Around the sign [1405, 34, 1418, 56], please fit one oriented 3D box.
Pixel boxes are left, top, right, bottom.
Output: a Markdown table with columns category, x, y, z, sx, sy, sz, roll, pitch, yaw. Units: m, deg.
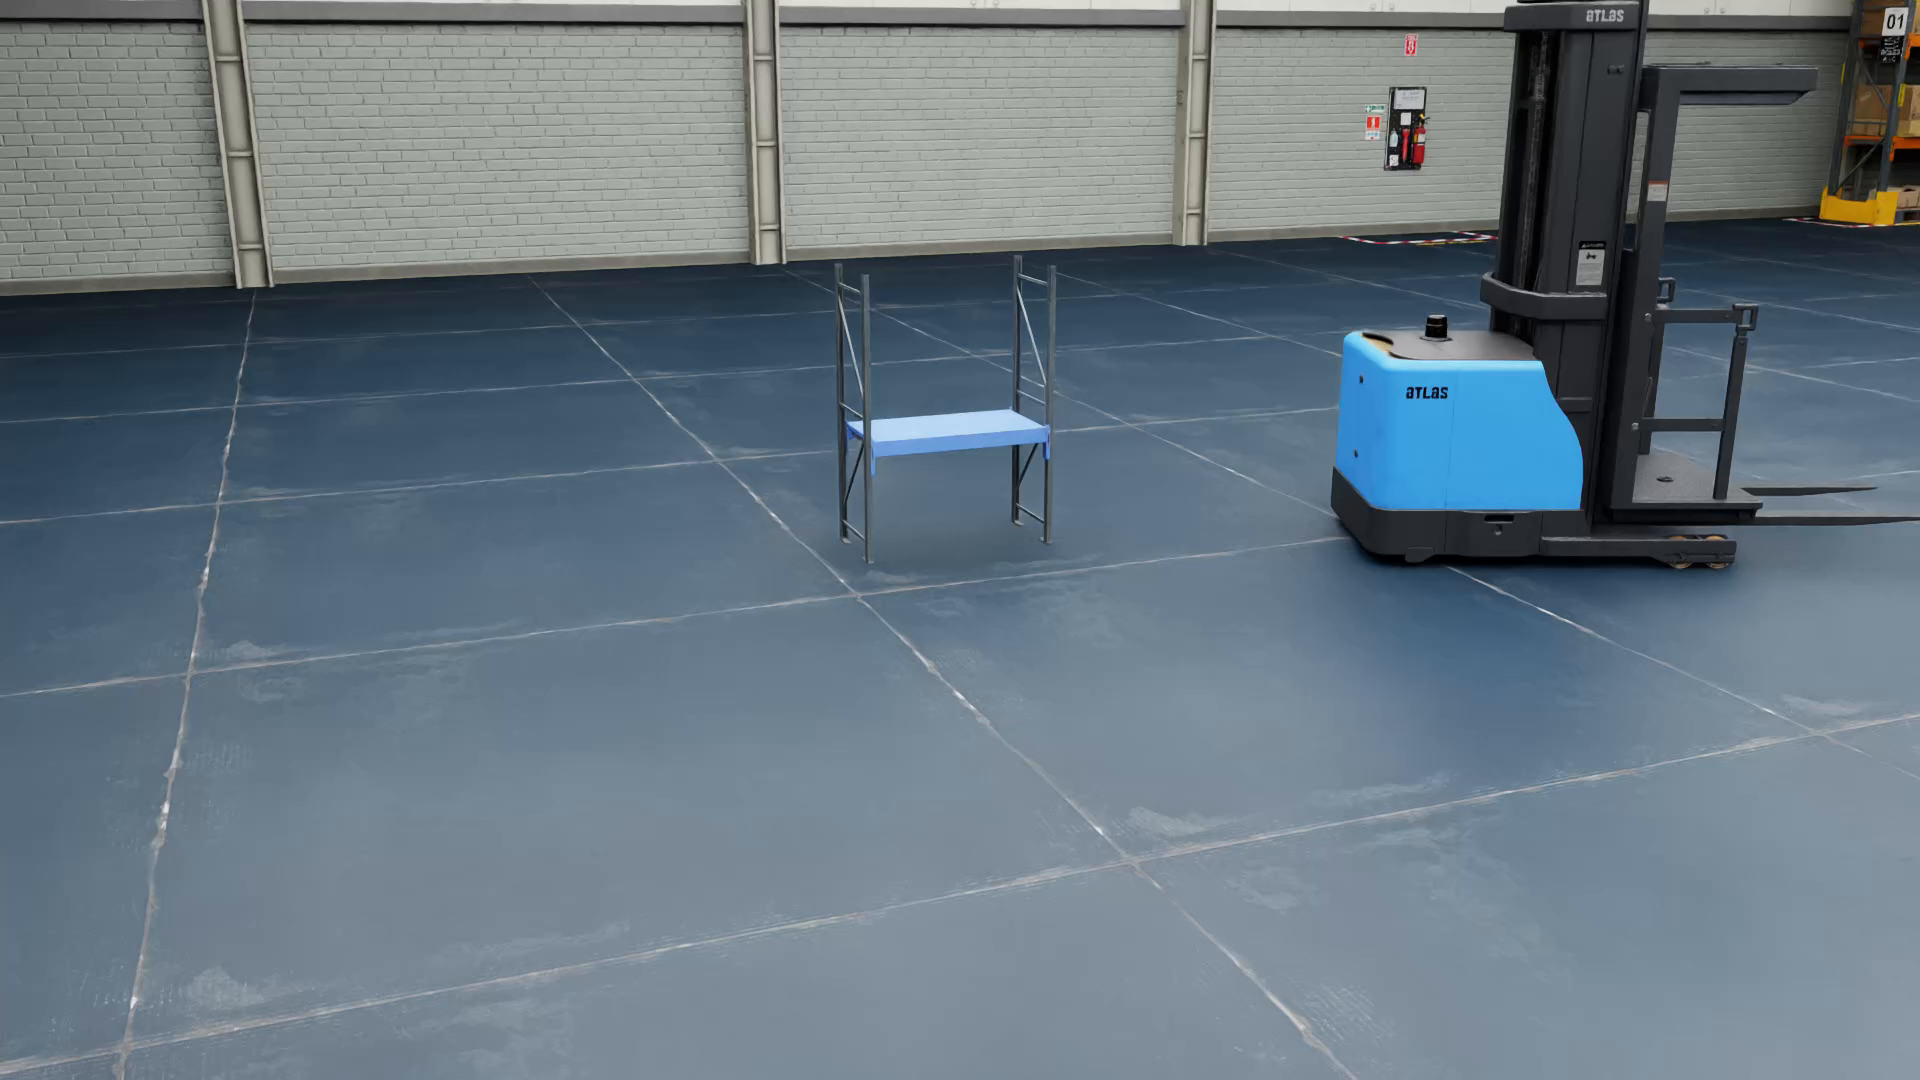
| category | x | y | z | sx | sy | sz | roll | pitch | yaw |
| --- | --- | --- | --- | --- | --- | --- | --- | --- | --- |
| sign | 6.419 | -7.046 | 23.655 | 0.199 | 0.298 | 0.001 | -6 | 17 | -20 |

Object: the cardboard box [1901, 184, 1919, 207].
| category | x | y | z | sx | sy | sz | roll | pitch | yaw |
| --- | --- | --- | --- | --- | --- | --- | --- | --- | --- |
| cardboard box | 15.252 | -5.479 | 26.424 | 0.500 | 0.311 | 0.500 | -5 | 17 | -15 |

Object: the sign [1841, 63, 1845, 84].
| category | x | y | z | sx | sy | sz | roll | pitch | yaw |
| --- | --- | --- | --- | --- | --- | --- | --- | --- | --- |
| sign | 13.862 | -7.310 | 26.051 | 0.005 | 0.325 | 0.100 | -6 | 17 | -20 |

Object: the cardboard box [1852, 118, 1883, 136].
| category | x | y | z | sx | sy | sz | roll | pitch | yaw |
| --- | --- | --- | --- | --- | --- | --- | --- | --- | --- |
| cardboard box | 14.409 | -6.490 | 26.107 | 0.500 | 0.250 | 0.500 | -6 | 17 | -19 |

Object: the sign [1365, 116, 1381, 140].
| category | x | y | z | sx | sy | sz | roll | pitch | yaw |
| --- | --- | --- | --- | --- | --- | --- | --- | --- | --- |
| sign | 5.909 | -5.897 | 23.793 | 0.234 | 0.329 | 0.001 | -6 | 17 | -20 |

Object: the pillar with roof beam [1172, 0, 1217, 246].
| category | x | y | z | sx | sy | sz | roll | pitch | yaw |
| --- | --- | --- | --- | --- | --- | --- | --- | --- | --- |
| pillar with roof beam | 4.721 | -7.289 | 17.947 | 0.400 | 9.000 | 9.100 | -6 | 17 | -20 |

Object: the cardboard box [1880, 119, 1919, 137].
| category | x | y | z | sx | sy | sz | roll | pitch | yaw |
| --- | --- | --- | --- | --- | --- | --- | --- | --- | --- |
| cardboard box | 14.611 | -6.358 | 25.656 | 0.500 | 0.250 | 0.500 | -7 | 18 | -22 |

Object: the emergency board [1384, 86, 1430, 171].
| category | x | y | z | sx | sy | sz | roll | pitch | yaw |
| --- | --- | --- | --- | --- | --- | --- | --- | --- | --- |
| emergency board | 6.462 | -5.909 | 23.895 | 0.643 | 1.169 | 0.194 | -6 | 17 | -20 |

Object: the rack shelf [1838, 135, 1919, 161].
| category | x | y | z | sx | sy | sz | roll | pitch | yaw |
| --- | --- | --- | --- | --- | --- | --- | --- | --- | --- |
| rack shelf | 15.909 | -6.311 | 26.542 | 4.000 | 0.370 | 1.077 | -6 | 17 | -20 |

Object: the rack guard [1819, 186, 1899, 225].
| category | x | y | z | sx | sy | sz | roll | pitch | yaw |
| --- | --- | --- | --- | --- | --- | --- | --- | --- | --- |
| rack guard | 14.113 | -5.263 | 26.133 | 0.348 | 0.500 | 1.175 | -6 | 17 | -20 |

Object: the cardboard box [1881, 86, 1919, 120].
| category | x | y | z | sx | sy | sz | roll | pitch | yaw |
| --- | --- | --- | --- | --- | --- | --- | --- | --- | --- |
| cardboard box | 14.595 | -6.721 | 25.562 | 0.500 | 0.500 | 0.500 | -6 | 17 | -20 |

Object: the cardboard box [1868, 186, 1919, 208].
| category | x | y | z | sx | sy | sz | roll | pitch | yaw |
| --- | --- | --- | --- | --- | --- | --- | --- | --- | --- |
| cardboard box | 14.720 | -5.422 | 26.228 | 0.500 | 0.311 | 0.500 | -8 | 18 | -26 |

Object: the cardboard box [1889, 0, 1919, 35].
| category | x | y | z | sx | sy | sz | roll | pitch | yaw |
| --- | --- | --- | --- | --- | --- | --- | --- | --- | --- |
| cardboard box | 14.443 | -7.919 | 25.206 | 0.500 | 0.500 | 0.500 | -6 | 17 | -19 |

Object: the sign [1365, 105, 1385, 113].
| category | x | y | z | sx | sy | sz | roll | pitch | yaw |
| --- | --- | --- | --- | --- | --- | --- | --- | --- | --- |
| sign | 5.916 | -6.150 | 23.712 | 0.331 | 0.109 | 0.001 | -6 | 17 | -20 |

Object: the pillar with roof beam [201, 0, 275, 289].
| category | x | y | z | sx | sy | sz | roll | pitch | yaw |
| --- | --- | --- | --- | --- | --- | --- | --- | --- | --- |
| pillar with roof beam | -6.485 | -6.079 | 13.827 | 0.400 | 9.000 | 9.100 | -6 | 17 | -20 |

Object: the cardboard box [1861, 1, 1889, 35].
| category | x | y | z | sx | sy | sz | roll | pitch | yaw |
| --- | --- | --- | --- | --- | --- | --- | --- | --- | --- |
| cardboard box | 14.341 | -8.060 | 25.685 | 0.500 | 0.500 | 0.500 | -5 | 17 | -16 |

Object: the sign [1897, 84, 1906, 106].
| category | x | y | z | sx | sy | sz | roll | pitch | yaw |
| --- | --- | --- | --- | --- | --- | --- | --- | --- | --- |
| sign | 14.236 | -6.727 | 25.146 | 0.005 | 0.325 | 0.100 | -6 | 17 | -20 |

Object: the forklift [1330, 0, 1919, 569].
| category | x | y | z | sx | sy | sz | roll | pitch | yaw |
| --- | --- | --- | --- | --- | --- | --- | --- | --- | --- |
| forklift | 3.631 | -1.409 | 8.693 | 3.031 | 2.935 | 1.130 | 0 | 16 | 0 |

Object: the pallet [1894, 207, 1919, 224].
| category | x | y | z | sx | sy | sz | roll | pitch | yaw |
| --- | --- | --- | --- | --- | --- | --- | --- | --- | --- |
| pallet | 14.884 | -5.197 | 26.421 | 1.213 | 0.211 | 1.003 | -6 | 17 | -20 |

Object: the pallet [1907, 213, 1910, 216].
| category | x | y | z | sx | sy | sz | roll | pitch | yaw |
| --- | --- | --- | --- | --- | --- | --- | --- | --- | --- |
| pallet | 16.021 | -5.319 | 26.836 | 1.213 | 0.211 | 1.003 | -6 | 17 | -20 |

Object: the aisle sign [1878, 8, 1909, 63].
| category | x | y | z | sx | sy | sz | roll | pitch | yaw |
| --- | --- | --- | --- | --- | --- | --- | --- | --- | --- |
| aisle sign | 14.082 | -7.616 | 25.095 | 0.004 | 0.787 | 0.394 | -6 | 17 | -20 |

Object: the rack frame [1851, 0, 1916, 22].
| category | x | y | z | sx | sy | sz | roll | pitch | yaw |
| --- | --- | --- | --- | --- | --- | --- | --- | --- | --- |
| rack frame | 14.042 | -9.333 | 24.909 | 0.127 | 3.000 | 1.000 | -6 | 17 | -20 |

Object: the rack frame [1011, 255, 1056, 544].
| category | x | y | z | sx | sy | sz | roll | pitch | yaw |
| --- | --- | --- | --- | --- | --- | --- | --- | --- | --- |
| rack frame | 0.395 | -0.762 | 9.032 | 0.032 | 1.500 | 0.500 | -6 | 17 | -20 |

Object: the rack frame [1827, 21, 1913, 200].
| category | x | y | z | sx | sy | sz | roll | pitch | yaw |
| --- | --- | --- | --- | --- | --- | --- | --- | --- | --- |
| rack frame | 14.042 | -6.455 | 25.754 | 0.127 | 3.000 | 1.000 | -6 | 17 | -20 |

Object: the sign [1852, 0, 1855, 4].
| category | x | y | z | sx | sy | sz | roll | pitch | yaw |
| --- | --- | --- | --- | --- | --- | --- | --- | --- | --- |
| sign | 13.862 | -8.467 | 25.711 | 0.005 | 0.325 | 0.100 | -6 | 17 | -20 |

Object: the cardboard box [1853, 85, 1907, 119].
| category | x | y | z | sx | sy | sz | roll | pitch | yaw |
| --- | --- | --- | --- | --- | --- | --- | --- | --- | --- |
| cardboard box | 14.406 | -6.855 | 26.019 | 0.500 | 0.500 | 0.500 | -6 | 18 | -21 |

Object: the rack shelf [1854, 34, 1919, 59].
| category | x | y | z | sx | sy | sz | roll | pitch | yaw |
| --- | --- | --- | --- | --- | --- | --- | --- | --- | --- |
| rack shelf | 15.909 | -7.750 | 26.120 | 4.000 | 0.370 | 1.077 | -6 | 17 | -20 |

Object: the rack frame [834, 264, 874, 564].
| category | x | y | z | sx | sy | sz | roll | pitch | yaw |
| --- | --- | --- | --- | --- | --- | --- | --- | --- | --- |
| rack frame | -0.554 | -0.660 | 8.683 | 0.032 | 1.500 | 0.500 | -6 | 17 | -20 |

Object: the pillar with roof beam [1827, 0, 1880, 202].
| category | x | y | z | sx | sy | sz | roll | pitch | yaw |
| --- | --- | --- | --- | --- | --- | --- | --- | --- | --- |
| pillar with roof beam | 15.926 | -8.498 | 22.067 | 0.400 | 9.000 | 9.100 | -6 | 17 | -20 |

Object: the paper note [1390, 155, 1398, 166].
| category | x | y | z | sx | sy | sz | roll | pitch | yaw |
| --- | --- | --- | --- | --- | --- | --- | --- | --- | --- |
| paper note | 6.272 | -5.486 | 24.021 | 0.142 | 0.148 | 0.016 | -6 | 17 | -20 |

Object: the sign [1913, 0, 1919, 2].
| category | x | y | z | sx | sy | sz | roll | pitch | yaw |
| --- | --- | --- | --- | --- | --- | --- | --- | --- | --- |
| sign | 14.236 | -8.170 | 24.722 | 0.005 | 0.325 | 0.100 | -6 | 17 | -20 |

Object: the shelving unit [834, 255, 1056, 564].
| category | x | y | z | sx | sy | sz | roll | pitch | yaw |
| --- | --- | --- | --- | --- | --- | --- | --- | --- | --- |
| shelving unit | -0.080 | -0.711 | 8.858 | 1.048 | 1.500 | 0.538 | -6 | 17 | -20 |

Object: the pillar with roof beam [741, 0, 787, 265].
| category | x | y | z | sx | sy | sz | roll | pitch | yaw |
| --- | --- | --- | --- | --- | --- | --- | --- | --- | --- |
| pillar with roof beam | -0.882 | -6.684 | 15.887 | 0.400 | 9.000 | 9.100 | -6 | 17 | -20 |

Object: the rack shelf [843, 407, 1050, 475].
| category | x | y | z | sx | sy | sz | roll | pitch | yaw |
| --- | --- | --- | --- | --- | --- | --- | --- | --- | --- |
| rack shelf | -0.080 | -0.538 | 8.908 | 1.000 | 0.185 | 0.538 | -6 | 17 | -20 |
